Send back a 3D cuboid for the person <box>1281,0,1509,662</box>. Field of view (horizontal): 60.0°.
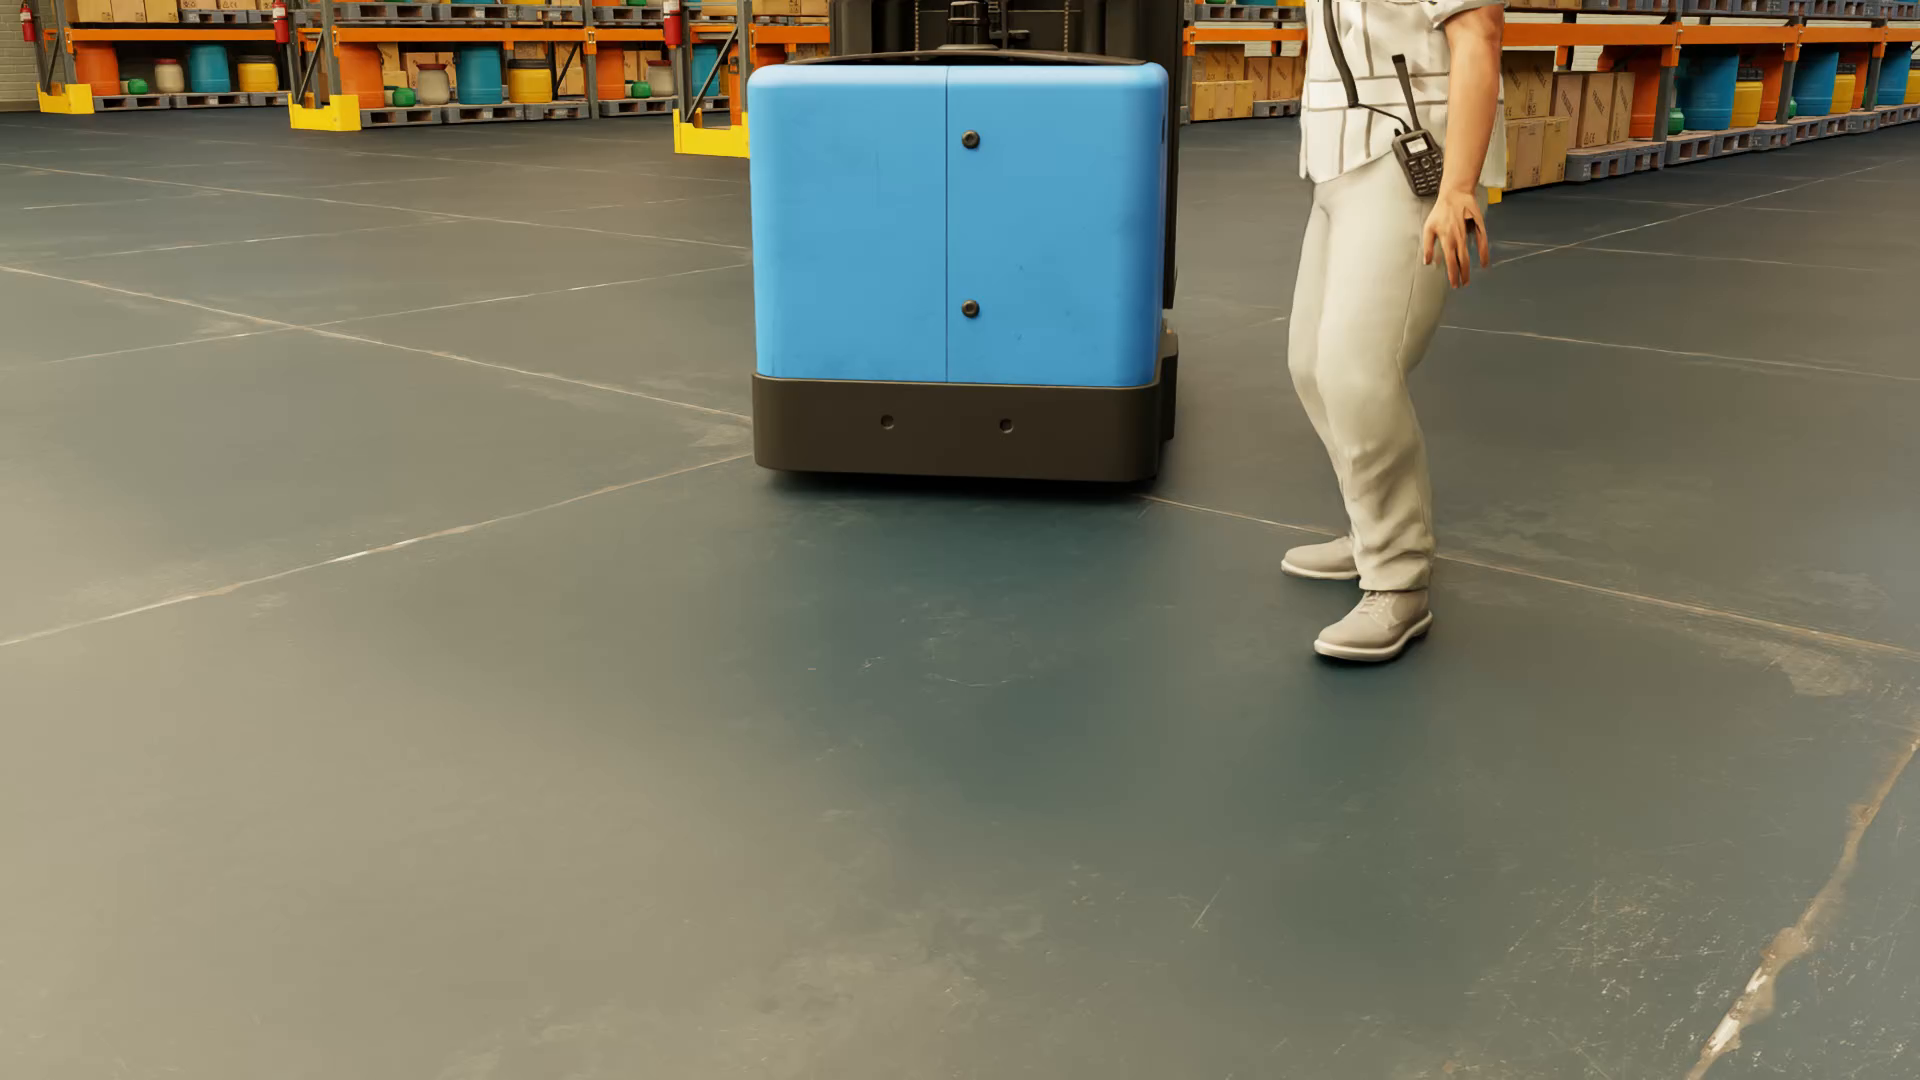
[{"bbox_3d":[0.857,-0.702,3.313,0.425,1.722,0.868,-1,17,-3],"label":"person"}]

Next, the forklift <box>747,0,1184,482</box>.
[{"bbox_3d":[0.174,-1.930,5.255,1.130,2.935,3.031,2,17,8],"label":"forklift"}]
